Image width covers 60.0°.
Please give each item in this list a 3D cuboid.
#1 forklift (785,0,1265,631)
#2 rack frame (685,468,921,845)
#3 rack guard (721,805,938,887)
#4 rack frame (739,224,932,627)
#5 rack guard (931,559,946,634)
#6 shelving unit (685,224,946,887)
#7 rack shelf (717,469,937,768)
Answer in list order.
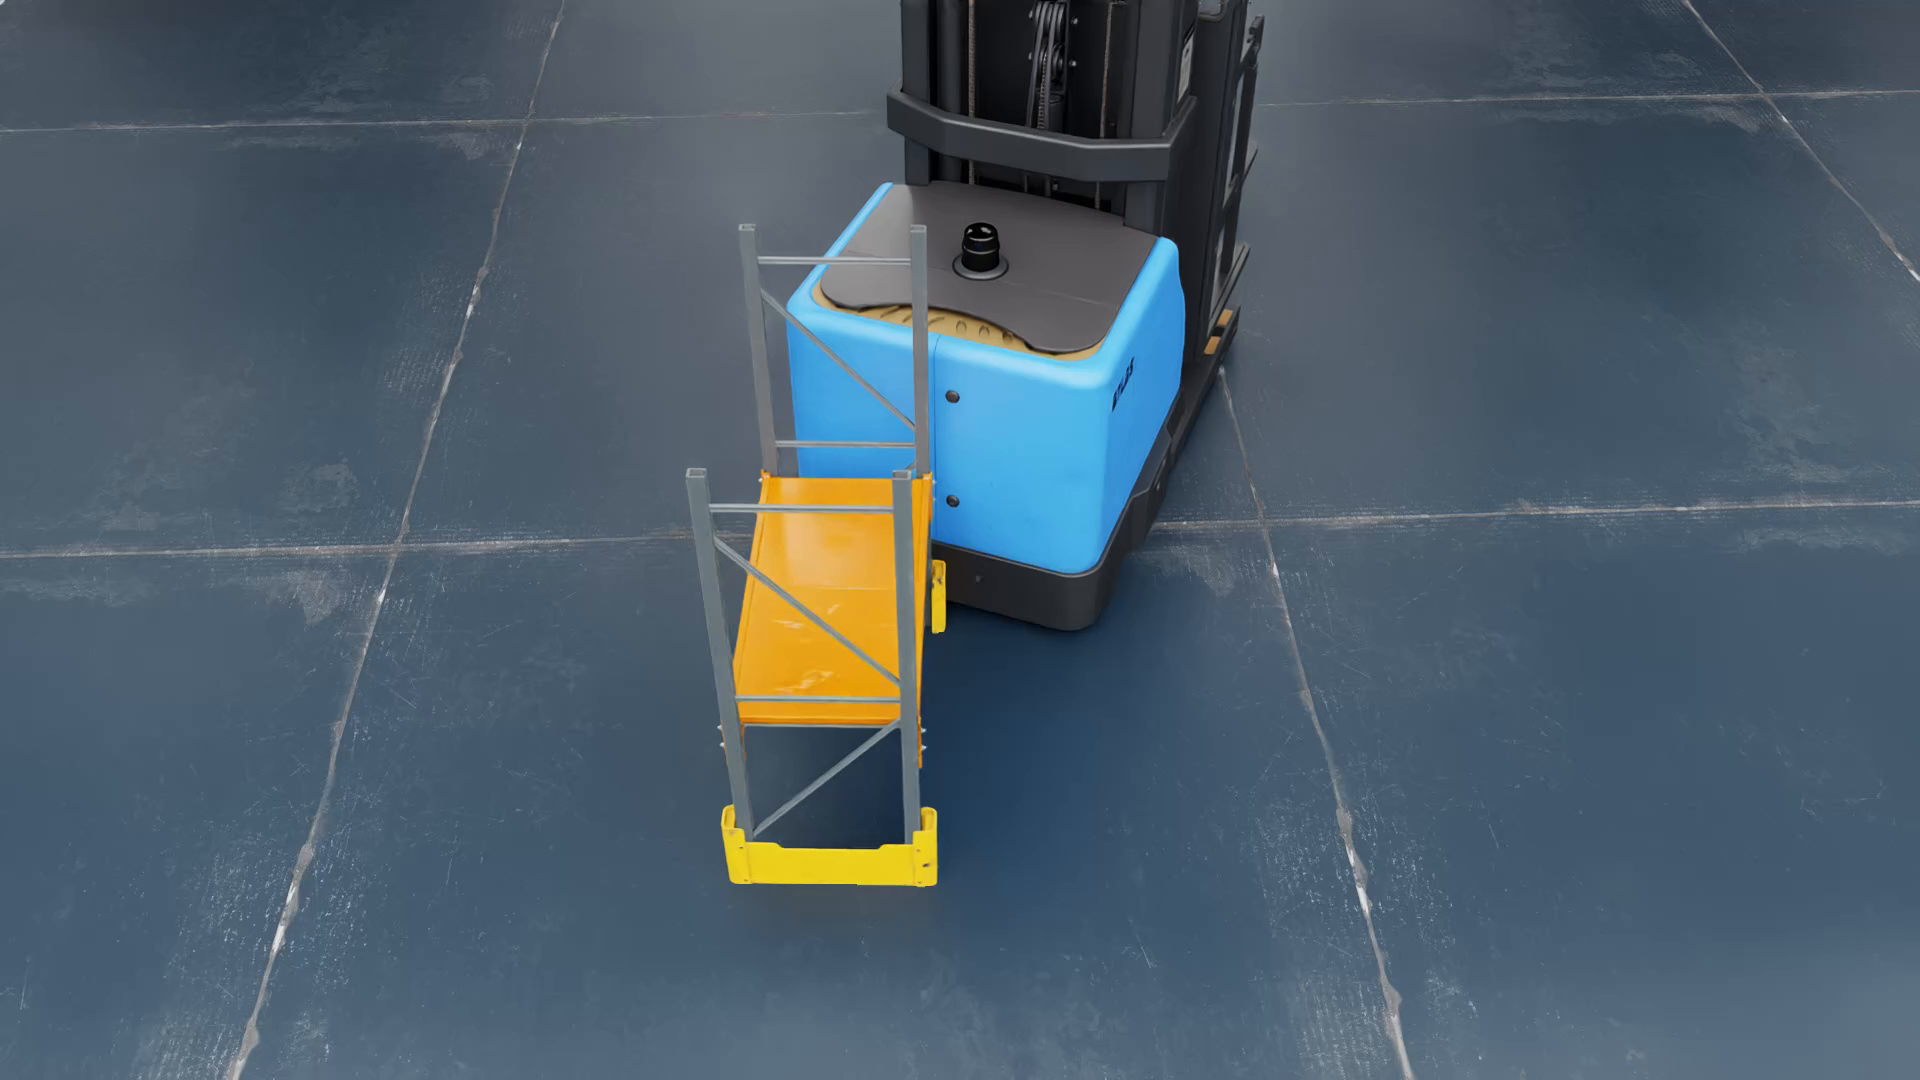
[{"bbox_3d":[0.458,-1.798,5.542,1.130,2.935,3.031,14,44,15],"label":"forklift"},{"bbox_3d":[-0.358,0.406,4.197,0.500,1.500,0.032,1,43,1],"label":"rack frame"},{"bbox_3d":[-0.358,0.853,4.634,0.587,0.250,0.087,1,43,1],"label":"rack guard"},{"bbox_3d":[-0.340,-0.281,4.947,0.500,1.500,0.032,1,43,1],"label":"rack frame"},{"bbox_3d":[-0.340,0.180,5.368,0.587,0.250,0.087,1,43,1],"label":"rack guard"},{"bbox_3d":[-0.349,0.056,4.579,0.587,1.500,1.083,1,43,1],"label":"shelving unit"},{"bbox_3d":[-0.349,0.195,4.694,0.538,0.185,1.000,1,43,1],"label":"rack shelf"}]
